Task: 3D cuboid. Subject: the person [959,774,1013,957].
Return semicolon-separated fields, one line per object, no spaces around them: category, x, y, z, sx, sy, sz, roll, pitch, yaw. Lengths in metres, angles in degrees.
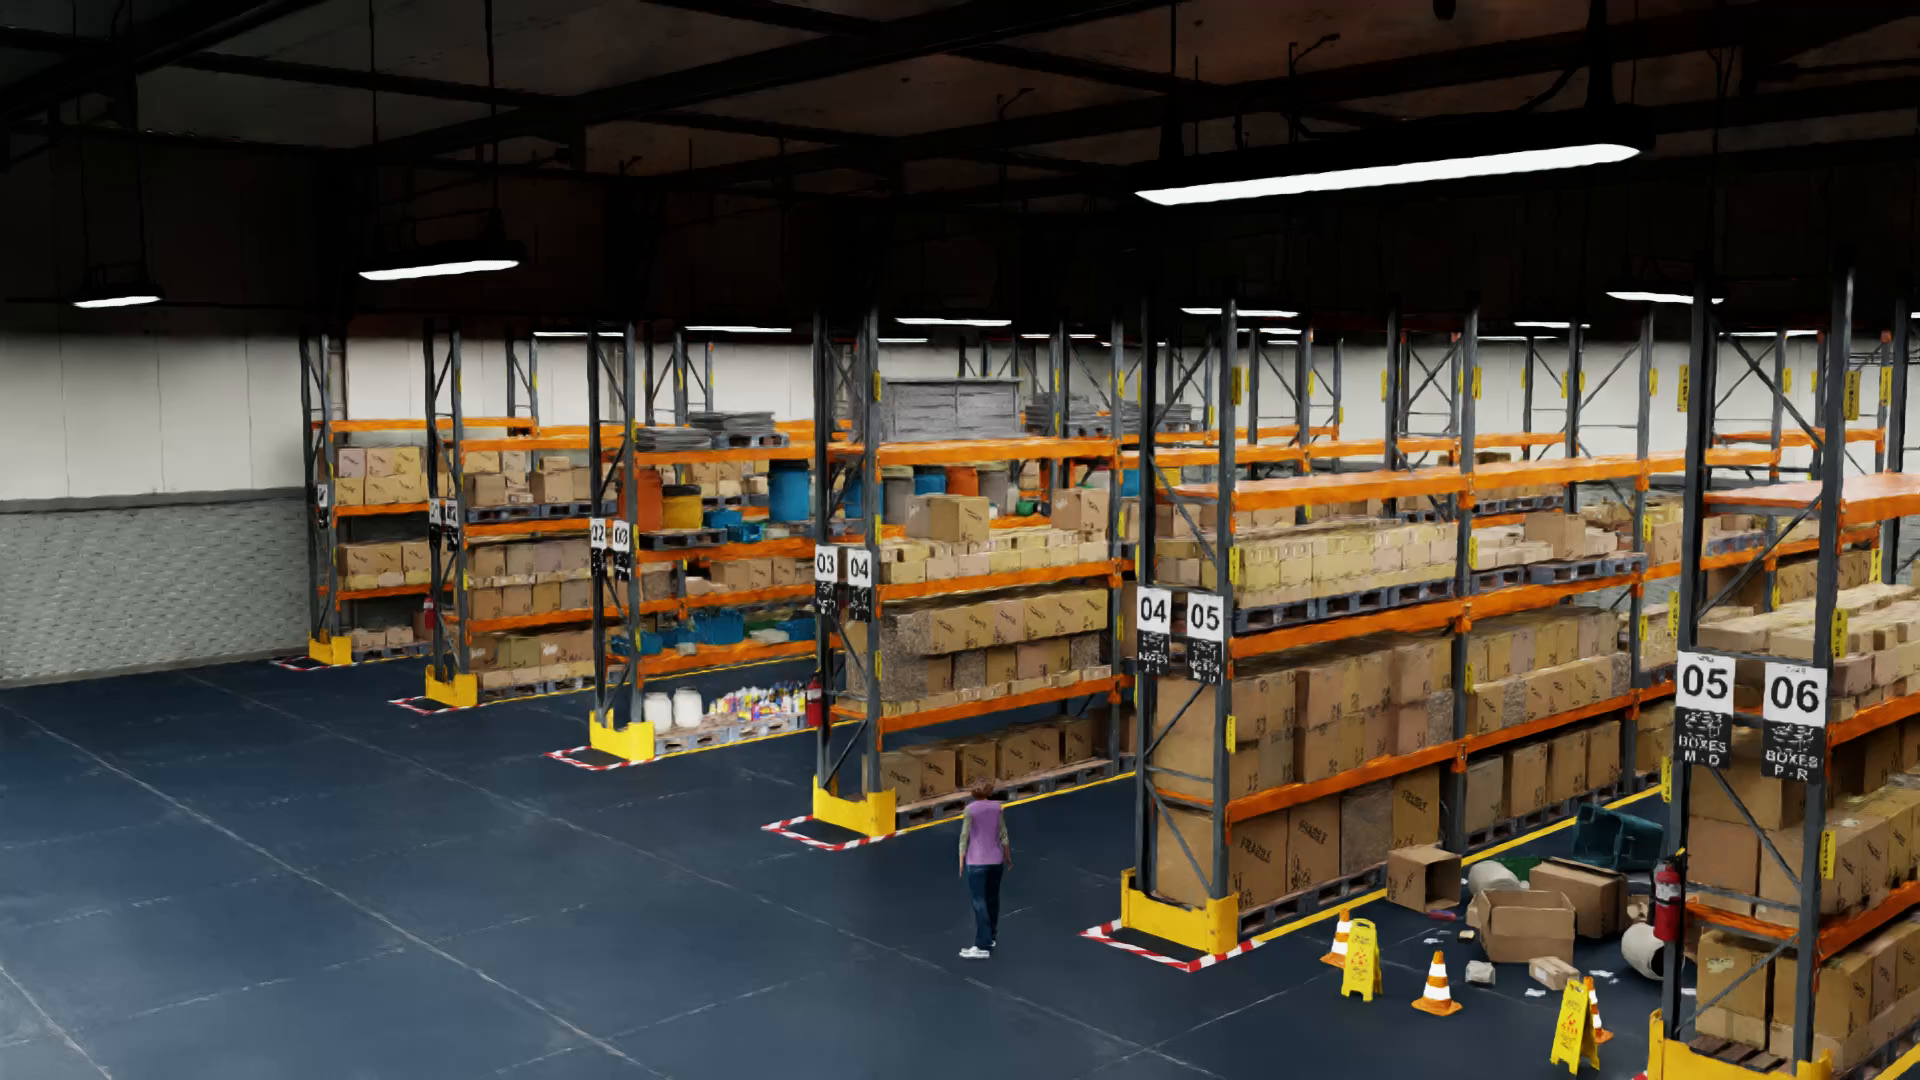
person;0.214;2.868;14.791;0.547;1.589;0.530;-3;7;-28
